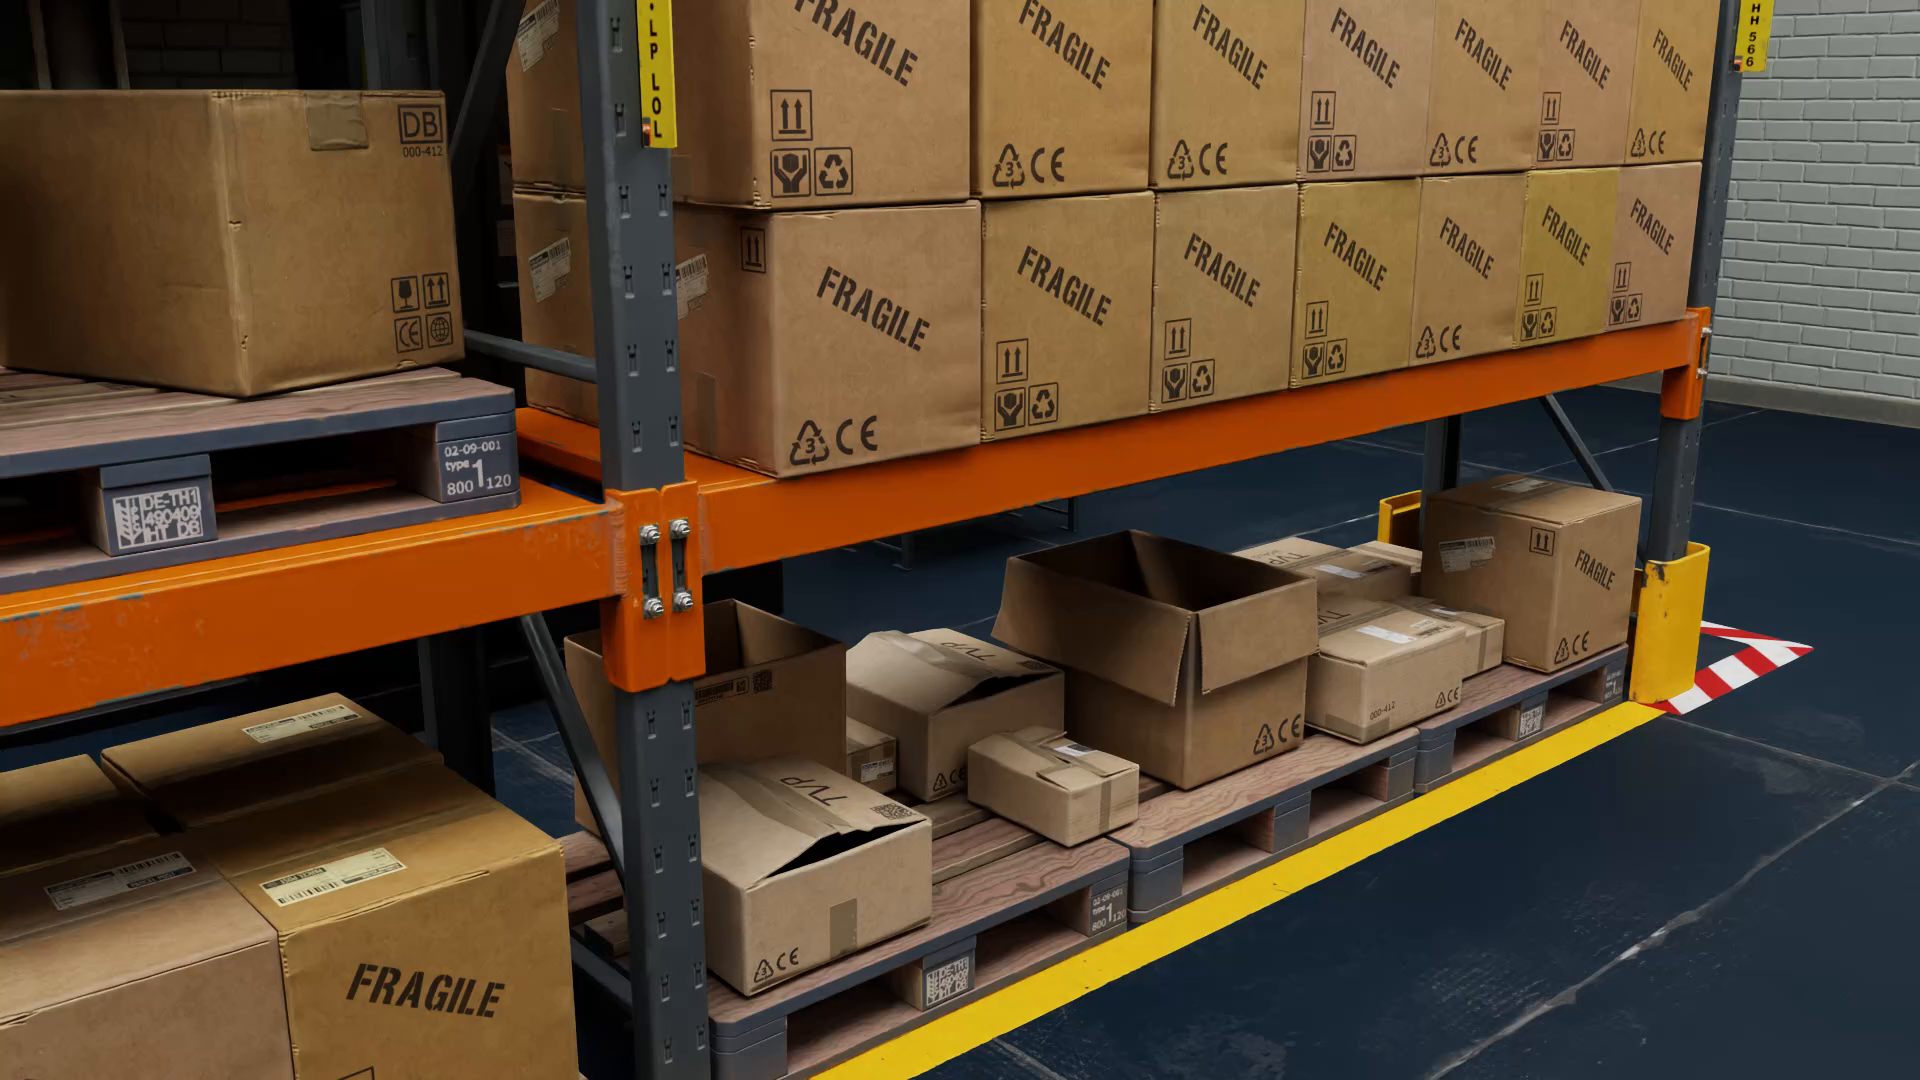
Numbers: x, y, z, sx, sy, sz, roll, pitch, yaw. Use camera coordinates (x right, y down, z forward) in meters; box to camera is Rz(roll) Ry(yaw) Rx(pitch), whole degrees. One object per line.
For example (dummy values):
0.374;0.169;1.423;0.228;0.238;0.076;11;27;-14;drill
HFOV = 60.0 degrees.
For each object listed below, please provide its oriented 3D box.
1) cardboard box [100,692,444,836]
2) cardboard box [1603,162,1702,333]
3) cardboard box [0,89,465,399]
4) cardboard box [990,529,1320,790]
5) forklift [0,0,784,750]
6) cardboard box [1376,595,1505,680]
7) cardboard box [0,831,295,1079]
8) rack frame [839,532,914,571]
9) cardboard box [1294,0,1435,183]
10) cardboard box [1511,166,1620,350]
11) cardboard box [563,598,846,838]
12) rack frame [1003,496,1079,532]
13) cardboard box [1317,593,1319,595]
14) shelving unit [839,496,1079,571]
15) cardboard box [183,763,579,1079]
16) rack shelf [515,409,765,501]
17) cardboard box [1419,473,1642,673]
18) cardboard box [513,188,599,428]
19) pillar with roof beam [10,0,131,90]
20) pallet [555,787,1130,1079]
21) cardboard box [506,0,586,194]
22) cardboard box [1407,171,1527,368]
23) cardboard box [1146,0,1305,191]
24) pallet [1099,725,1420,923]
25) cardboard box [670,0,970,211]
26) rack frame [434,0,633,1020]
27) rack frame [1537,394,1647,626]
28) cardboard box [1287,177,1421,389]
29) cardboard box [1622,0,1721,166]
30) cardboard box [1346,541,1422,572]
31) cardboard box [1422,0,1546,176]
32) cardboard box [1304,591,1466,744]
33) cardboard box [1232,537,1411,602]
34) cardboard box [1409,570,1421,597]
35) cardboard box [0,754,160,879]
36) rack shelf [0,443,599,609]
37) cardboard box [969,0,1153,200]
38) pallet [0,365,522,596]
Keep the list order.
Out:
-1.394;0.668;3.429;0.500;0.500;0.500;-14;20;-42;cardboard box
1.990;-0.959;5.333;0.500;0.500;0.500;-12;19;-38;cardboard box
-1.373;-0.576;3.087;0.700;0.500;0.500;8;17;28;cardboard box
0.545;0.312;4.753;0.637;0.503;0.797;-13;19;-39;cardboard box
-2.112;-0.904;5.453;3.031;2.935;1.130;-13;20;-40;forklift
1.536;0.308;5.422;0.250;0.166;0.380;-13;19;-39;cardboard box
-1.431;0.855;2.729;0.500;0.500;0.500;-13;19;-39;cardboard box
-0.378;-0.458;7.287;0.032;1.125;0.500;-13;19;-39;rack frame
0.837;-1.180;4.225;0.500;0.500;0.500;-12;19;-38;cardboard box
1.601;-0.870;5.002;0.500;0.500;0.500;-12;19;-39;cardboard box
-0.625;0.482;4.126;0.500;0.500;0.500;-13;19;-39;cardboard box
0.389;-0.631;7.932;0.032;1.125;0.500;-13;19;-39;rack frame
0.798;0.283;5.355;0.500;0.250;0.500;-13;19;-39;cardboard box
0.005;-0.545;7.609;1.048;1.125;0.538;-13;19;-39;shelving unit
-1.053;0.773;3.036;0.500;0.500;0.500;-13;20;-40;cardboard box
0.640;-0.447;4.628;3.809;0.124;0.919;-13;19;-39;rack shelf
1.900;0.096;5.570;0.500;0.500;0.500;-13;19;-39;cardboard box
-0.660;-0.545;3.783;0.500;0.500;0.500;-12;19;-38;cardboard box
-1.337;-3.673;4.063;0.400;9.000;9.100;-13;19;-39;pillar with roof beam
-0.350;0.869;4.087;1.213;0.211;1.003;-13;19;-39;pallet
-0.657;-1.029;3.659;0.500;0.500;0.500;-13;19;-39;cardboard box
1.221;-0.787;4.689;0.500;0.500;0.500;-12;19;-39;cardboard box
0.448;-1.093;3.897;0.500;0.500;0.500;-13;20;-41;cardboard box
0.571;0.662;4.864;1.213;0.211;1.003;-13;19;-39;pallet
-0.329;-0.918;3.244;0.500;0.500;0.500;-12;19;-38;cardboard box
-0.871;-0.362;3.294;0.053;2.616;0.949;-13;19;-39;rack frame
2.147;-1.040;5.831;0.053;2.616;0.949;-13;19;-39;rack frame
0.840;-0.702;4.370;0.500;0.500;0.500;-13;20;-40;cardboard box
1.994;-1.442;5.204;0.500;0.500;0.500;-13;20;-40;cardboard box
1.607;0.129;6.125;0.250;0.149;0.380;-13;19;-39;cardboard box
1.225;-1.267;4.551;0.500;0.500;0.500;-12;19;-38;cardboard box
1.164;0.372;5.022;0.500;0.250;0.500;-13;19;-39;cardboard box
1.175;0.198;5.672;0.500;0.250;0.500;-13;19;-39;cardboard box
1.419;0.163;5.964;0.250;0.166;0.380;-13;19;-39;cardboard box
-1.789;0.760;3.082;0.500;0.500;0.500;-12;19;-39;cardboard box
-2.377;0.196;2.082;3.809;0.052;0.919;-13;19;-39;rack shelf
0.060;-1.006;3.571;0.500;0.500;0.500;-13;20;-41;cardboard box
-1.543;-0.155;2.890;1.213;0.211;1.003;-13;19;-39;pallet
